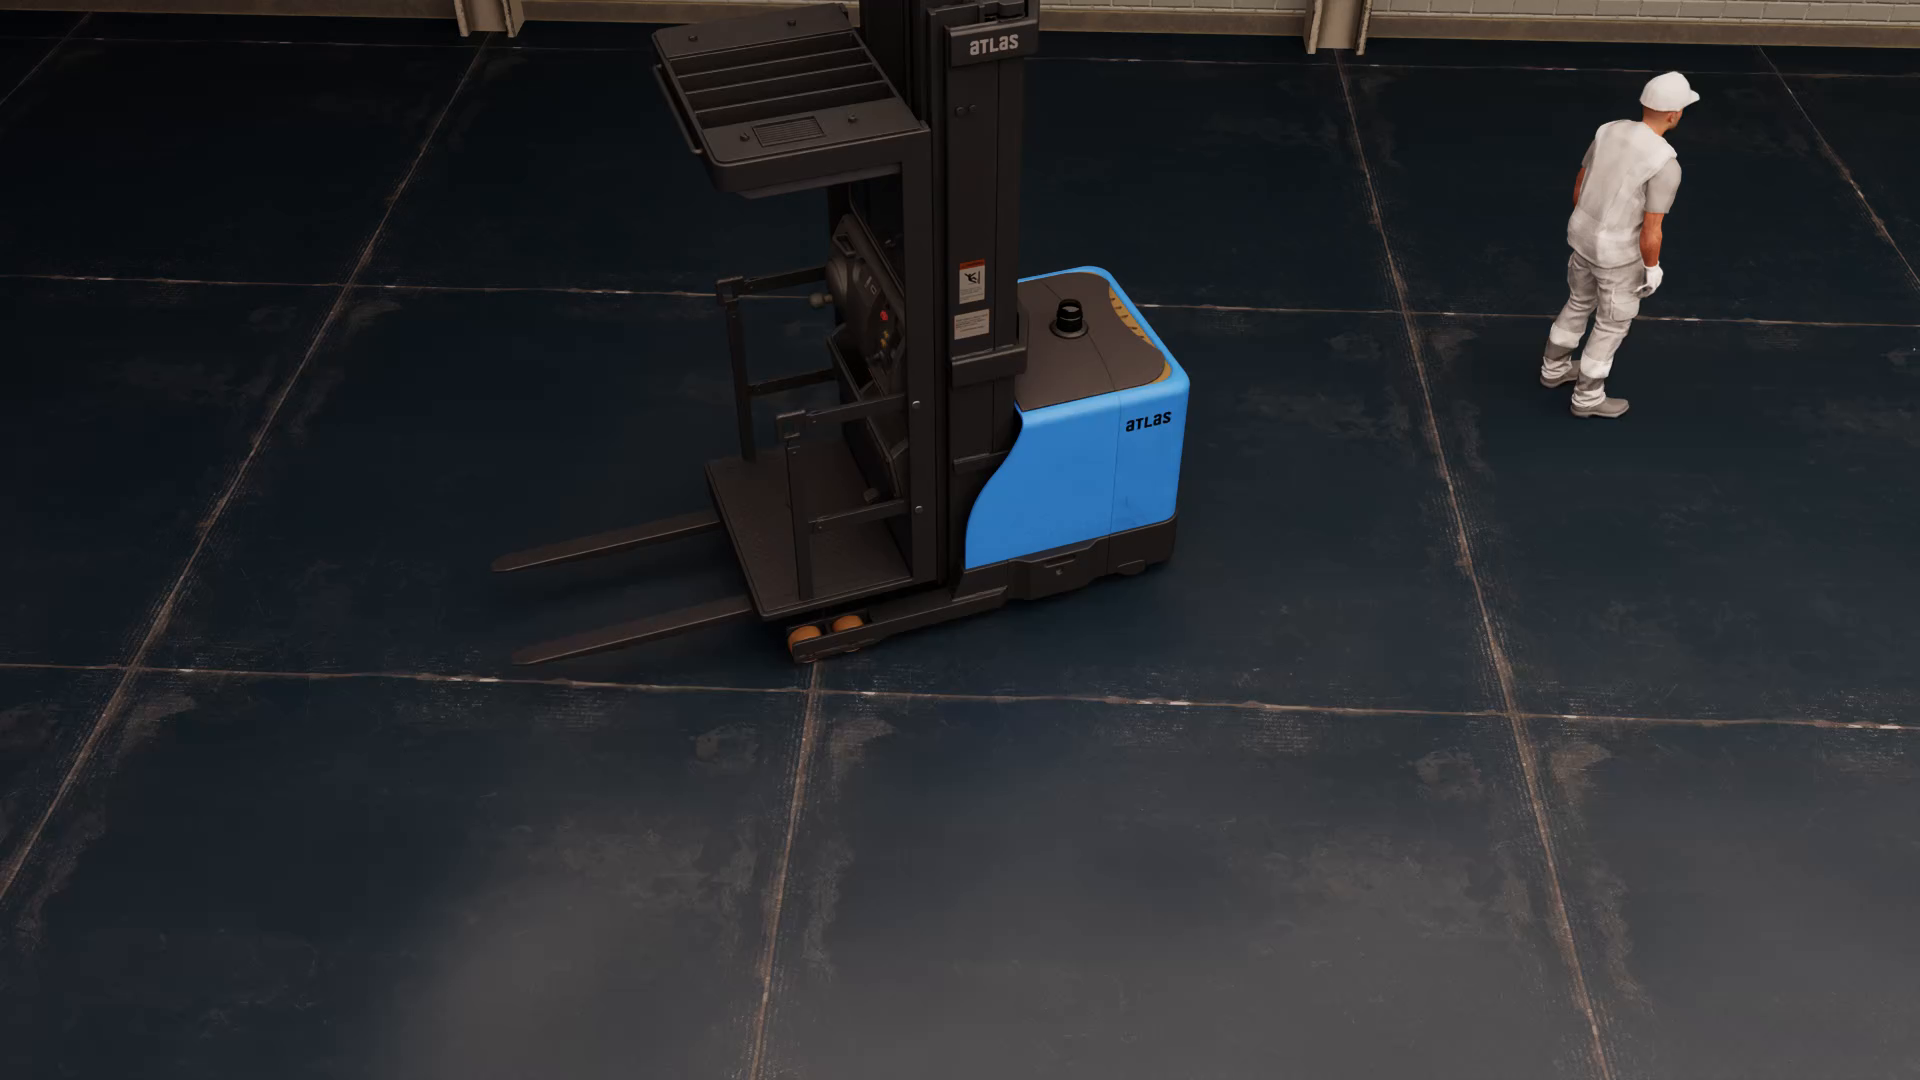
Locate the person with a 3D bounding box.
[{"bbox_3d":[3.223,-1.445,8.183,0.453,1.778,0.614,-15,44,-16],"label":"person"}]

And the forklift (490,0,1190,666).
[{"bbox_3d":[-0.573,-0.945,6.778,3.031,2.935,1.130,-13,44,-14],"label":"forklift"}]
